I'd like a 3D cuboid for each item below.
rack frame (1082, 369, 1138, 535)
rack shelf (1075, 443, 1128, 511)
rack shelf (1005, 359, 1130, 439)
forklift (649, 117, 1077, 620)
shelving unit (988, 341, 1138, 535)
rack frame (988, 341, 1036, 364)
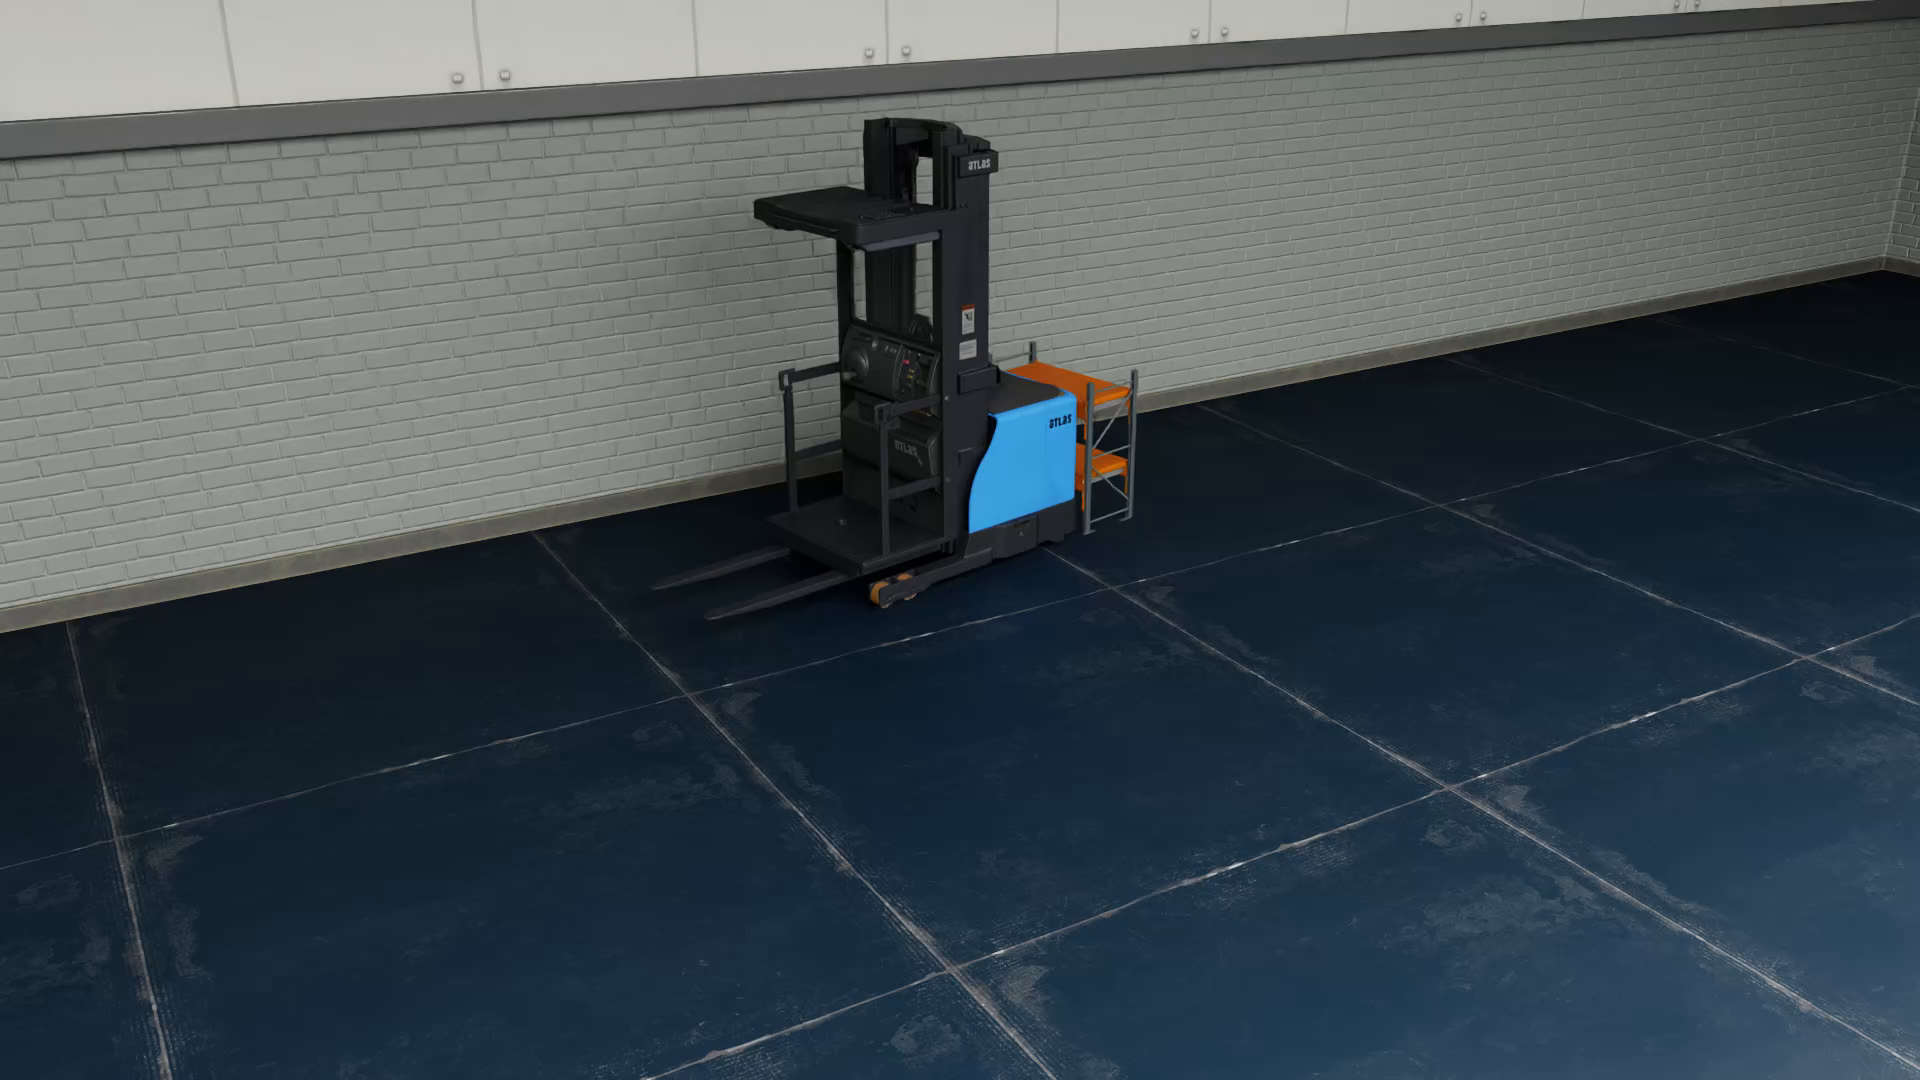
[{"bbox_3d":[1.072,-0.626,11.857,0.500,1.125,0.032,-19,29,-39],"label":"rack frame"},{"bbox_3d":[0.726,-0.539,12.294,0.538,0.278,1.000,-19,29,-39],"label":"rack shelf"},{"bbox_3d":[0.726,-1.037,12.092,0.538,0.278,1.000,-19,29,-39],"label":"rack shelf"},{"bbox_3d":[-0.613,-1.143,10.731,3.031,2.935,1.130,-18,29,-38],"label":"forklift"},{"bbox_3d":[0.726,-0.766,12.202,0.538,1.125,1.048,-19,29,-39],"label":"shelving unit"},{"bbox_3d":[0.380,-0.906,12.547,0.500,1.125,0.032,-19,29,-39],"label":"rack frame"}]
